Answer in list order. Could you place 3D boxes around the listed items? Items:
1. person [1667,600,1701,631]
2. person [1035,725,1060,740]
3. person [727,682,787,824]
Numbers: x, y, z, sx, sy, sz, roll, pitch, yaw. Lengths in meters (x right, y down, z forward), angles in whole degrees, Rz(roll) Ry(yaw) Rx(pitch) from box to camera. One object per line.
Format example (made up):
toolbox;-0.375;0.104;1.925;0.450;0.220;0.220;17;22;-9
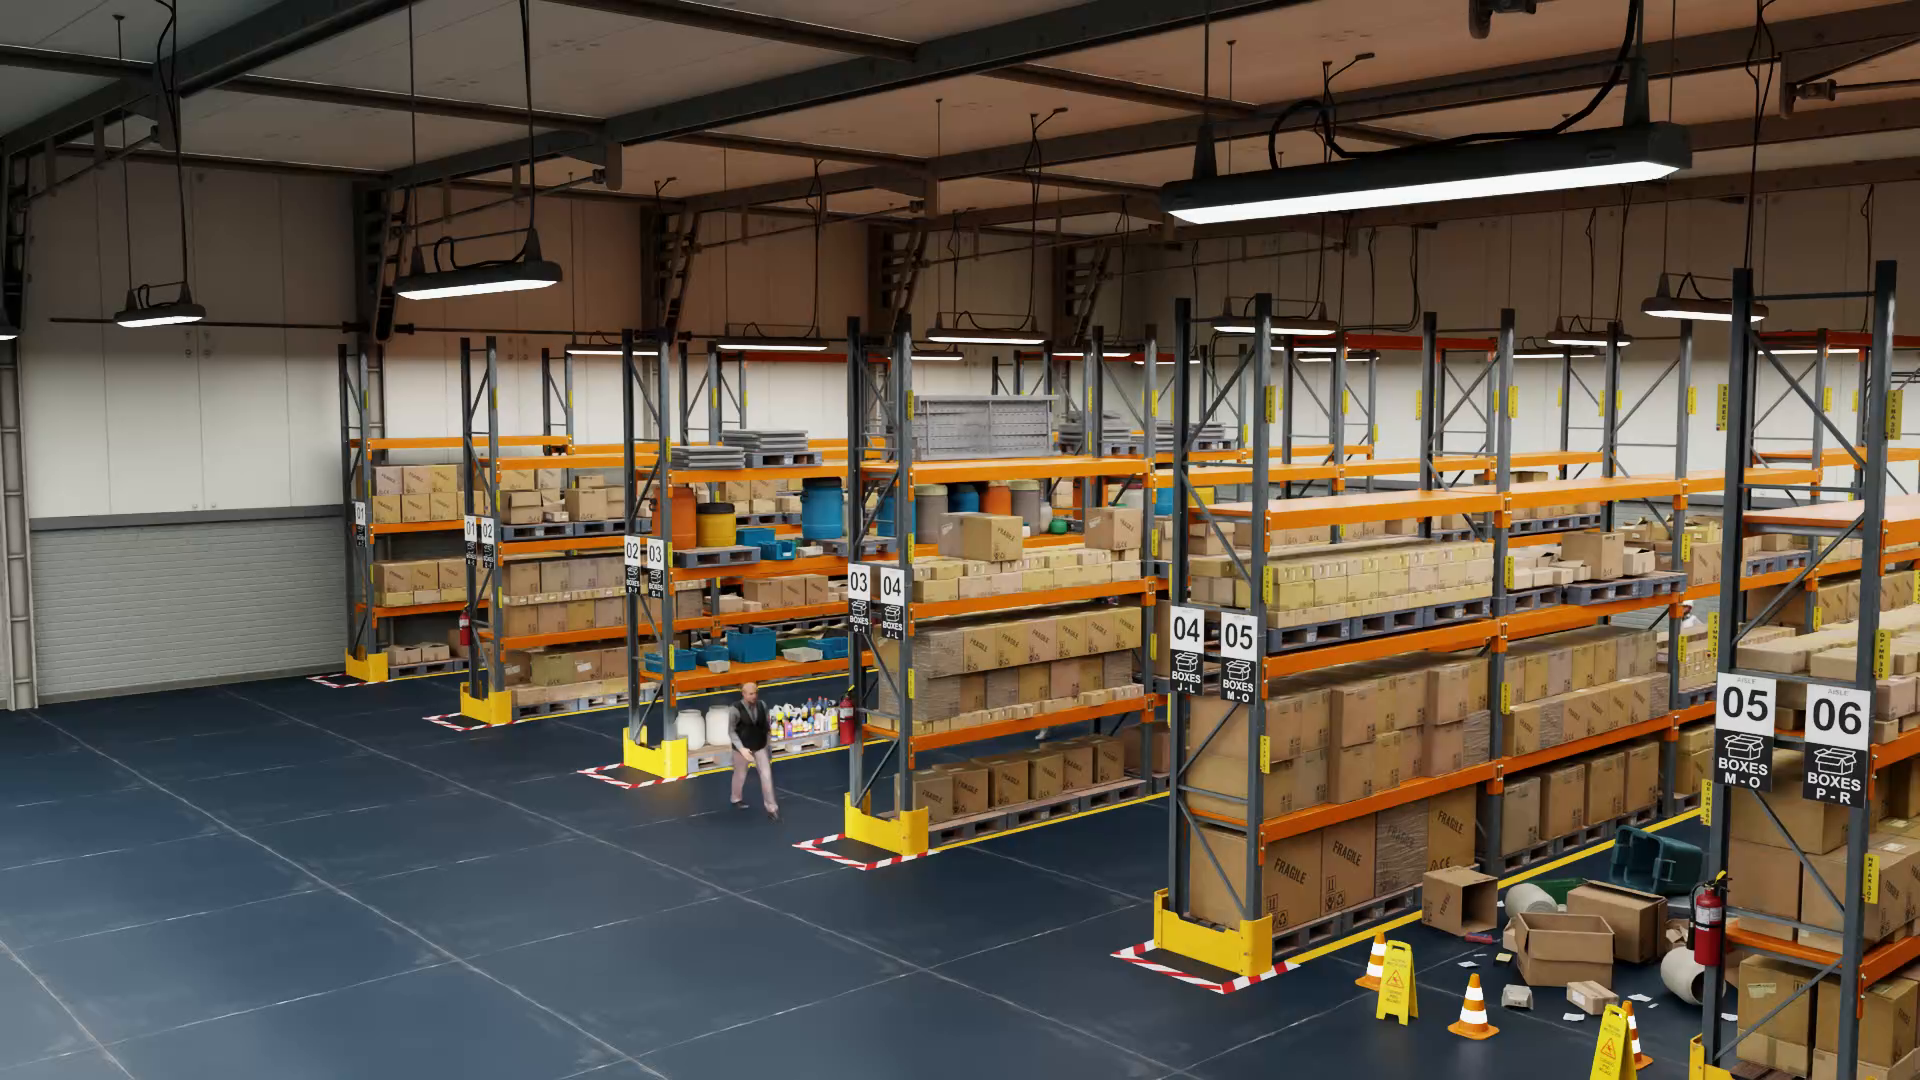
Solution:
person;11.876;1.838;27.360;0.622;1.800;0.726;4;7;39
person;1.222;2.103;24.612;0.674;1.725;0.630;4;7;39
person;-2.535;2.544;20.159;0.642;1.706;0.923;-2;6;-22
